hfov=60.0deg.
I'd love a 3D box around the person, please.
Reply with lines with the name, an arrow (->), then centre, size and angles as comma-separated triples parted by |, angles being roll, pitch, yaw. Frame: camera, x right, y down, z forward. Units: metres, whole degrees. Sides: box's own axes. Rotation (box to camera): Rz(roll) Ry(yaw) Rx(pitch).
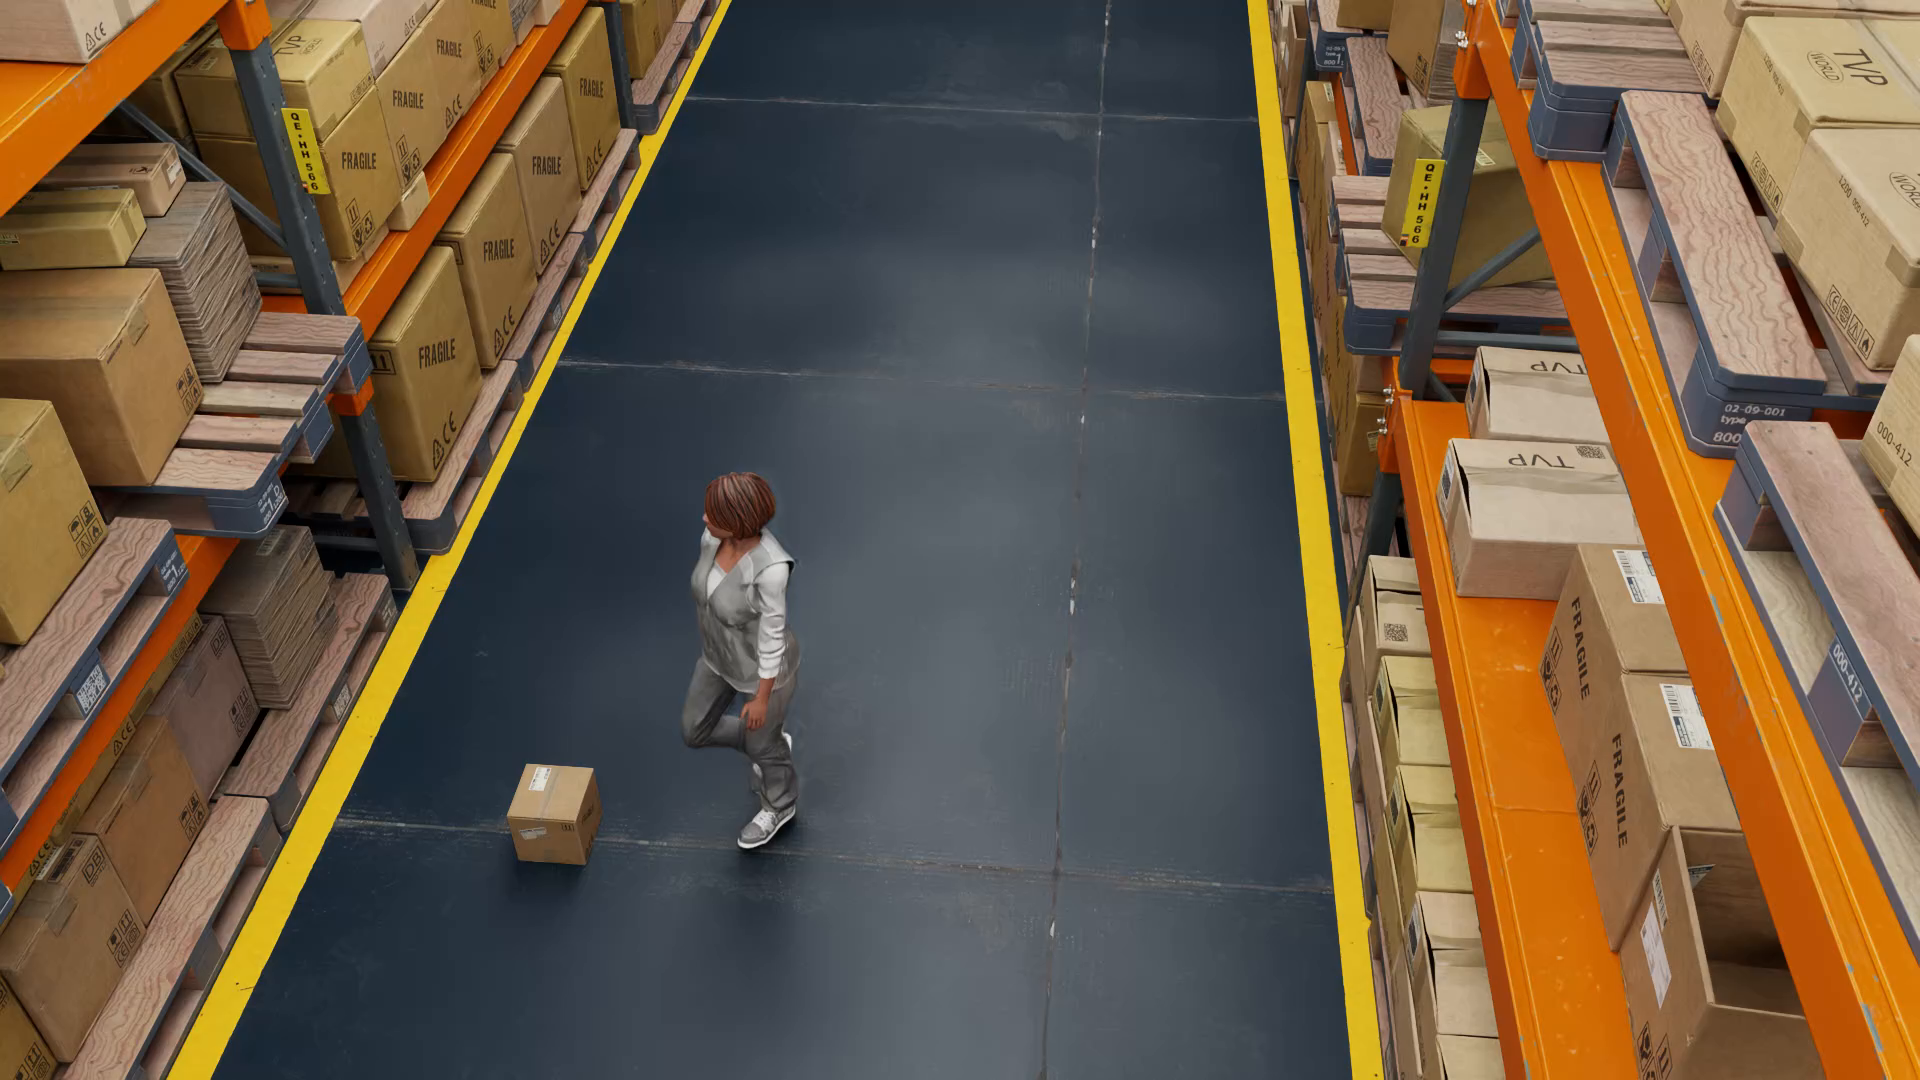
person -> -0.729, 0.425, 5.639 | 0.424, 1.593, 0.427 | 31, 50, 31
